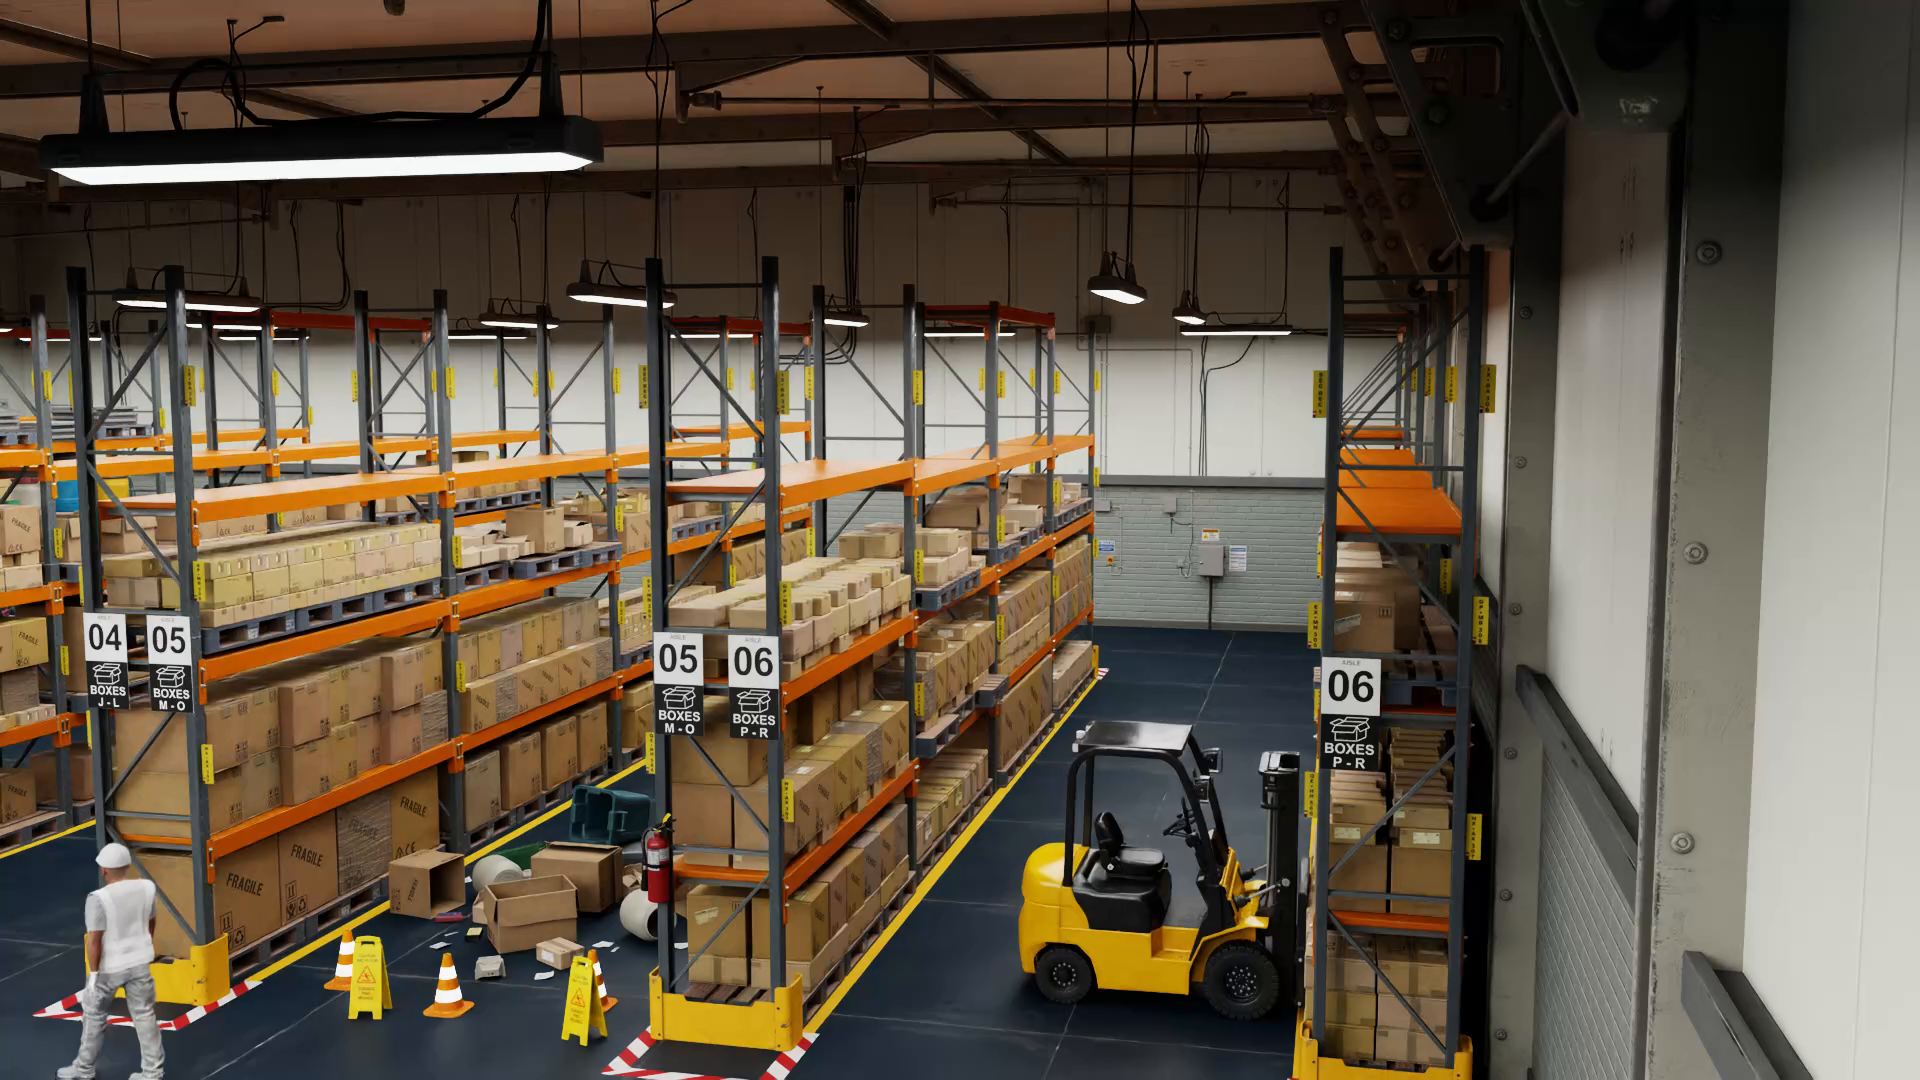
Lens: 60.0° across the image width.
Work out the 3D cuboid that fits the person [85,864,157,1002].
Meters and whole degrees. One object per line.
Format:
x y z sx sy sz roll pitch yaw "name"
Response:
-6.077 2.783 12.001 0.426 0.914 0.584 4 7 36 "person"
